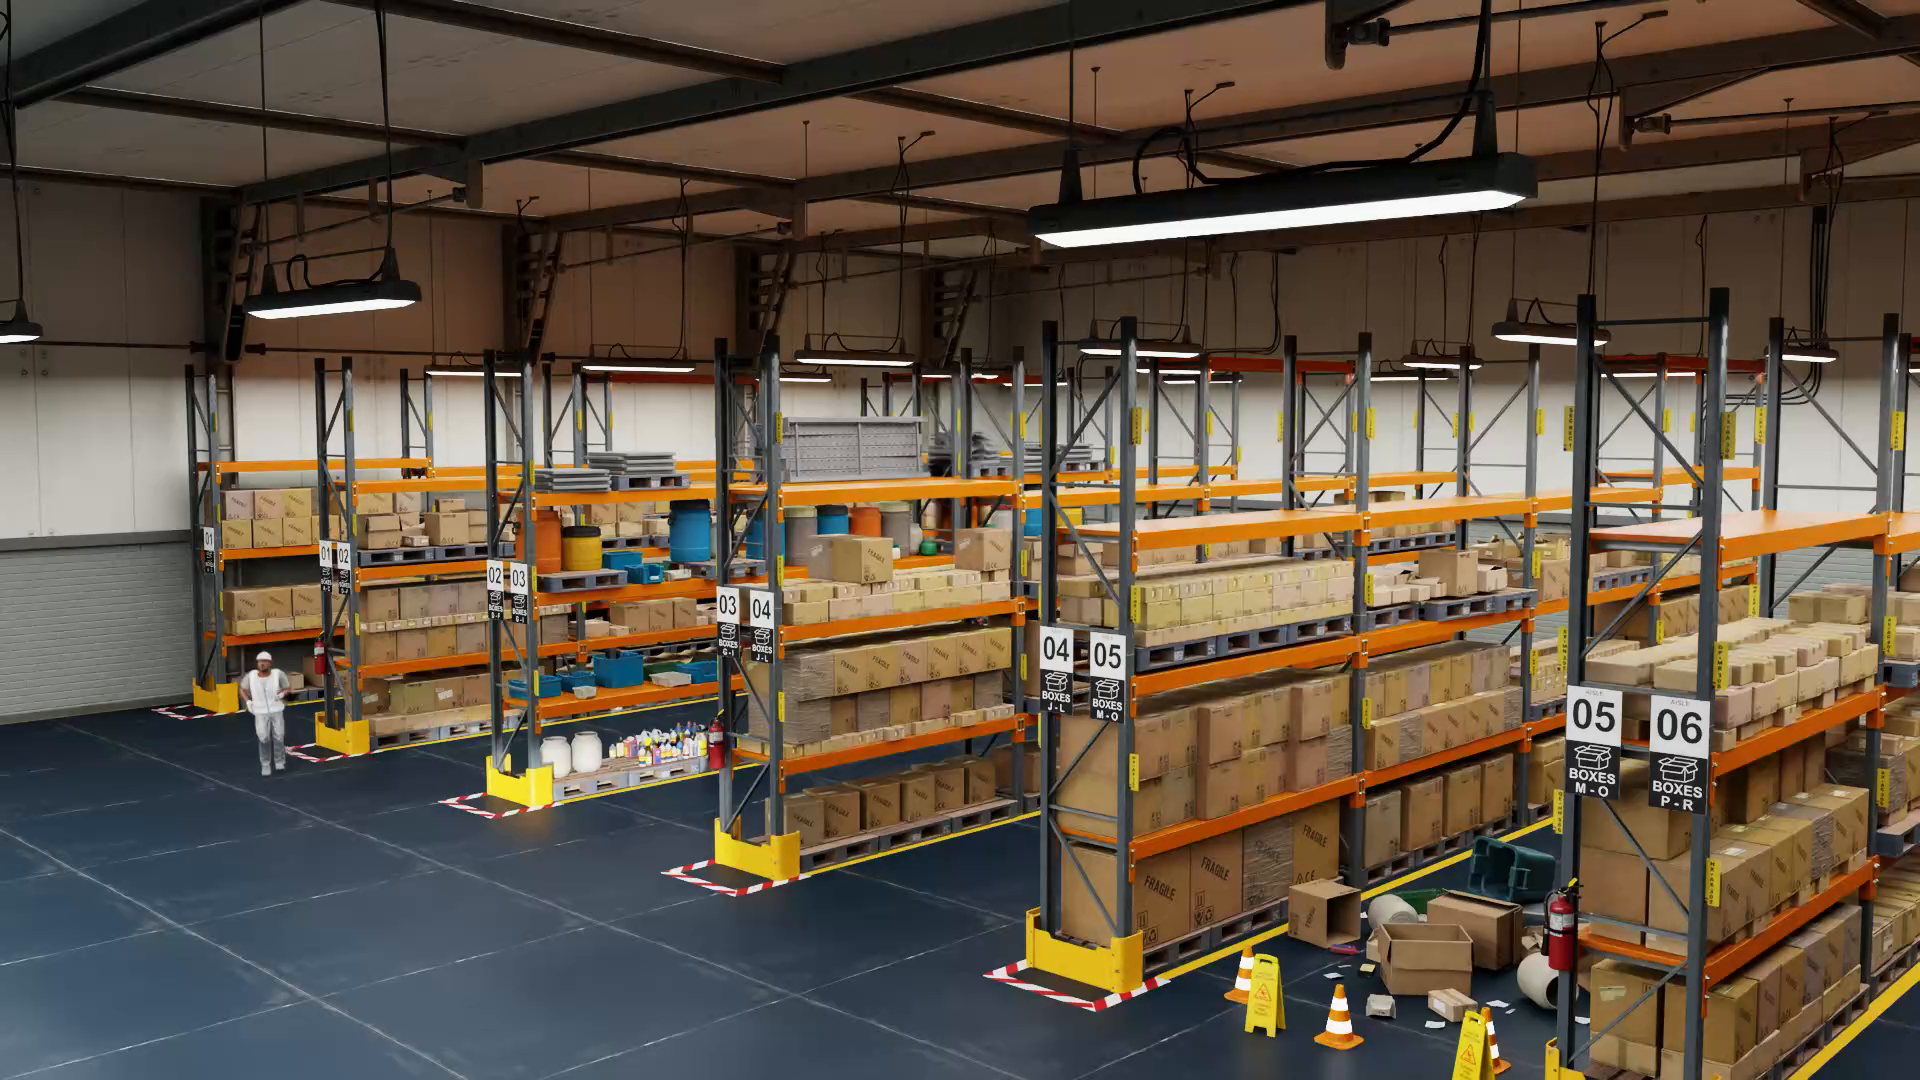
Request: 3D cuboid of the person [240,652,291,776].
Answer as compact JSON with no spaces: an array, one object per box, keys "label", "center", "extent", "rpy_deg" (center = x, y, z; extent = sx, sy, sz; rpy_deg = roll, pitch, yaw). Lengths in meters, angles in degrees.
[{"label":"person","center":[-9.882,2.489,23.703],"extent":[0.665,1.799,0.637],"rpy_deg":[-2,5,-26]}]
